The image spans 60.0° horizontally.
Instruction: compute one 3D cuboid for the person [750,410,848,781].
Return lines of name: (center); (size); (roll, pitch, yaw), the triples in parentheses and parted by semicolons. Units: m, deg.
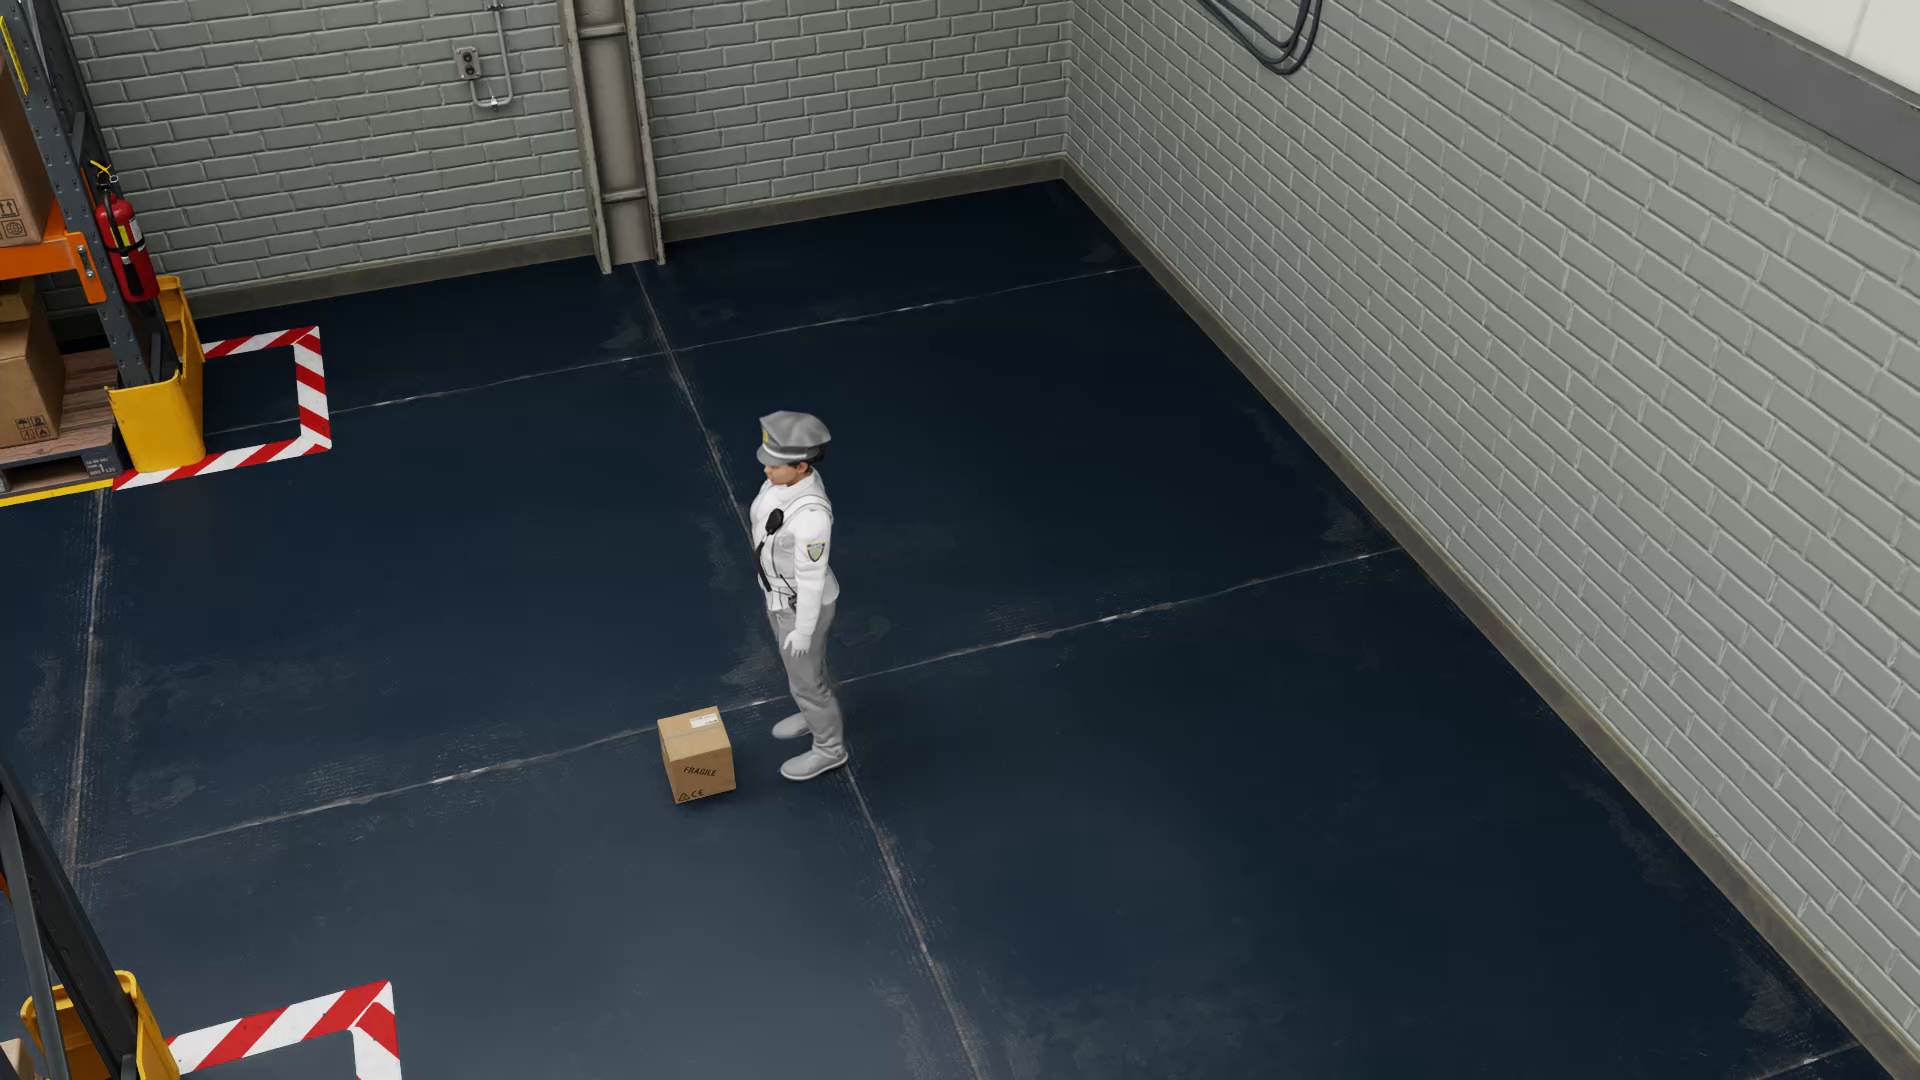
person: (-0.637, 0.242, 6.480); (0.333, 1.689, 0.468); (-12, 39, -15)
